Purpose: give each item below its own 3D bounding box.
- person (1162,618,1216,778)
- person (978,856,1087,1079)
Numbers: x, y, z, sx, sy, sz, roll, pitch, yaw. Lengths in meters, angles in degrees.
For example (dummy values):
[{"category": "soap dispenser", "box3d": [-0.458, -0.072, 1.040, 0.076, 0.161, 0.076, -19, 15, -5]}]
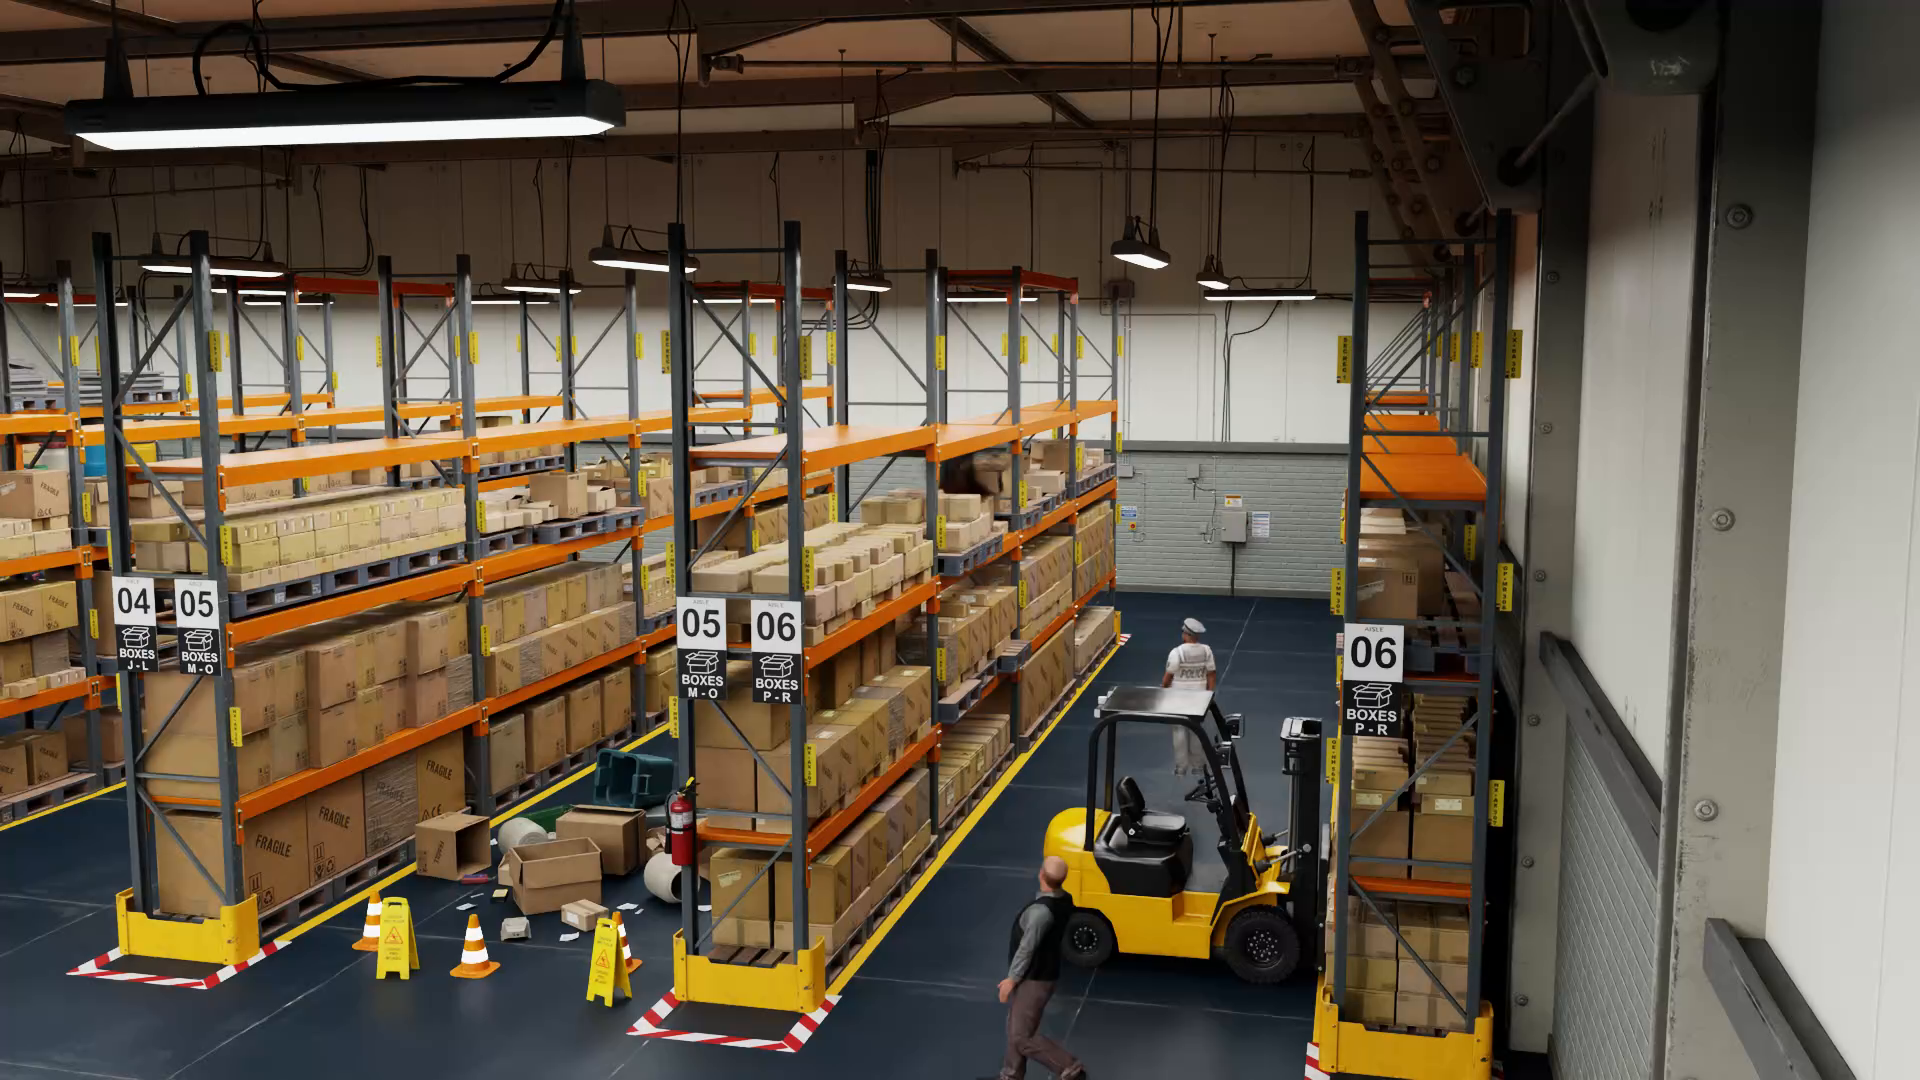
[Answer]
[{"category": "person", "box3d": [2.521, 1.772, 18.453, 0.617, 1.858, 0.670, 1, 7, 4]}, {"category": "person", "box3d": [0.488, 2.967, 11.264, 0.752, 1.700, 0.540, 1, 7, 5]}]
